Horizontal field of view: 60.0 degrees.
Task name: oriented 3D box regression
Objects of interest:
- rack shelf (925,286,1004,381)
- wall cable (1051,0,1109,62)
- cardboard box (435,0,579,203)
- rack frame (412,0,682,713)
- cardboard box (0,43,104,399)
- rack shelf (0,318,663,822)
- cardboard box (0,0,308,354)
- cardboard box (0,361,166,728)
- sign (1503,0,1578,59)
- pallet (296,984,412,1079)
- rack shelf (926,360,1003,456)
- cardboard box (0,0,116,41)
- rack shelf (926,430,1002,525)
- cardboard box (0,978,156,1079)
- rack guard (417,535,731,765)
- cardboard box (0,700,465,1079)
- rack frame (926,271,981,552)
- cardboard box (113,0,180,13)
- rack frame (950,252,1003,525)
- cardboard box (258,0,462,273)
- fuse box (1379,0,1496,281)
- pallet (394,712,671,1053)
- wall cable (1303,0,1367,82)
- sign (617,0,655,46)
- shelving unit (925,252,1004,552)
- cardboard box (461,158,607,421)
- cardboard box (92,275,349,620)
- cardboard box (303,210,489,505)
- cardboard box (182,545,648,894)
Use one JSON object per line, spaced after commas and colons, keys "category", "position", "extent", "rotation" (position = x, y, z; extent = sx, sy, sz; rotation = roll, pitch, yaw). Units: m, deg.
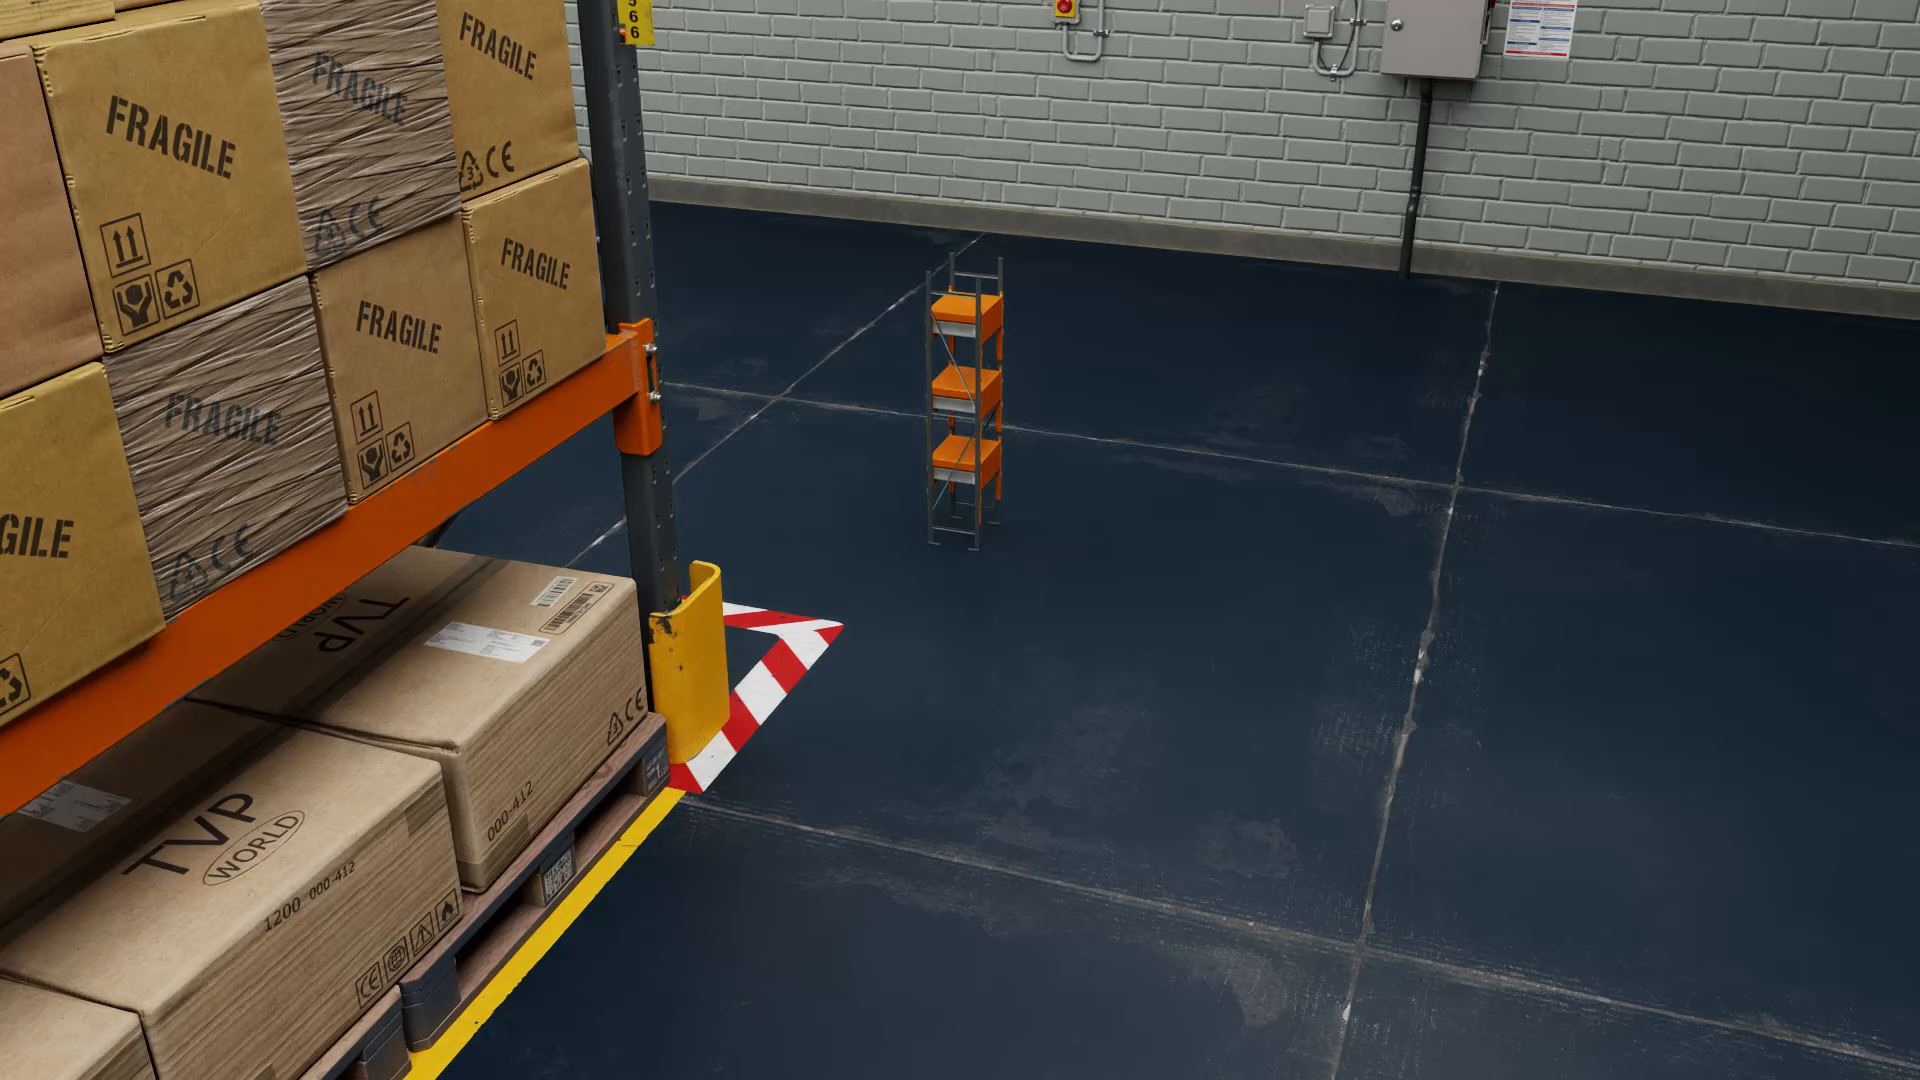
{"category": "rack shelf", "position": [0.018, -0.740, 5.948], "extent": [0.215, 0.259, 0.240], "rotation": [9, 27, 17]}
{"category": "wall cable", "position": [0.548, -3.619, 9.080], "extent": [0.585, 1.953, 0.123], "rotation": [9, 27, 17]}
{"category": "cardboard box", "position": [-1.242, -1.089, 3.795], "extent": [0.500, 0.500, 0.500], "rotation": [10, 27, 19]}
{"category": "rack frame", "position": [-1.306, -0.827, 4.515], "extent": [1.000, 3.000, 0.127], "rotation": [9, 27, 17]}
{"category": "cardboard box", "position": [-1.725, -0.461, 2.498], "extent": [0.500, 0.500, 0.500], "rotation": [9, 27, 17]}
{"category": "rack shelf", "position": [-1.972, 0.319, 2.975], "extent": [1.077, 0.370, 4.000], "rotation": [9, 27, 17]}
{"category": "cardboard box", "position": [-1.556, -0.667, 2.924], "extent": [0.500, 0.500, 0.500], "rotation": [9, 27, 17]}
{"category": "cardboard box", "position": [-1.720, -0.004, 2.702], "extent": [0.500, 0.500, 0.500], "rotation": [10, 27, 19]}
{"category": "sign", "position": [3.015, -2.753, 8.604], "extent": [0.329, 0.494, 0.001], "rotation": [9, 27, 17]}
{"category": "pallet", "position": [-1.906, 1.268, 3.389], "extent": [1.003, 0.211, 1.213], "rotation": [9, 27, 17]}
{"category": "rack shelf", "position": [0.018, -0.485, 6.071], "extent": [0.215, 0.259, 0.240], "rotation": [9, 27, 17]}
{"category": "cardboard box", "position": [-1.610, -0.905, 2.670], "extent": [0.380, 0.149, 0.250], "rotation": [9, 27, 19]}
{"category": "rack shelf", "position": [0.018, -0.235, 6.192], "extent": [0.215, 0.259, 0.240], "rotation": [9, 27, 17]}
{"category": "cardboard box", "position": [-2.030, 1.171, 2.848], "extent": [0.875, 0.438, 0.875], "rotation": [8, 27, 16]}
{"category": "rack guard", "position": [-1.298, 0.288, 5.081], "extent": [1.175, 0.500, 0.348], "rotation": [9, 27, 17]}
{"category": "cardboard box", "position": [-1.728, 0.800, 3.613], "extent": [0.875, 0.438, 0.875], "rotation": [9, 27, 19]}
{"category": "rack frame", "position": [-0.023, -0.444, 5.963], "extent": [0.200, 1.050, 0.008], "rotation": [9, 27, 17]}
{"category": "cardboard box", "position": [-1.581, -1.016, 2.901], "extent": [0.380, 0.149, 0.250], "rotation": [8, 27, 17]}
{"category": "rack frame", "position": [0.058, -0.545, 6.170], "extent": [0.200, 1.050, 0.008], "rotation": [9, 27, 17]}
{"category": "cardboard box", "position": [-1.388, -0.870, 3.343], "extent": [0.500, 0.500, 0.500], "rotation": [9, 27, 18]}
{"category": "fuse box", "position": [2.481, -2.203, 8.836], "extent": [0.539, 1.711, 0.414], "rotation": [9, 27, 17]}
{"category": "pallet", "position": [-1.498, 0.768, 4.421], "extent": [1.003, 0.211, 1.213], "rotation": [9, 27, 17]}
{"category": "wall cable", "position": [1.890, -3.404, 8.672], "extent": [0.588, 1.984, 0.122], "rotation": [9, 27, 17]}
{"category": "sign", "position": [-0.799, -1.370, 4.037], "extent": [0.100, 0.325, 0.005], "rotation": [9, 27, 17]}
{"category": "shelving unit", "position": [0.018, -0.495, 6.067], "extent": [0.215, 1.050, 0.252], "rotation": [9, 27, 17]}
{"category": "cardboard box", "position": [-1.217, -0.635, 4.005], "extent": [0.500, 0.500, 0.500], "rotation": [9, 27, 18]}
{"category": "cardboard box", "position": [-1.560, -0.218, 3.144], "extent": [0.500, 0.500, 0.500], "rotation": [10, 27, 19]}
{"category": "cardboard box", "position": [-1.398, -0.431, 3.583], "extent": [0.500, 0.500, 0.500], "rotation": [8, 27, 16]}
{"category": "cardboard box", "position": [-1.431, 0.423, 4.392], "extent": [0.875, 0.438, 0.875], "rotation": [8, 27, 16]}
